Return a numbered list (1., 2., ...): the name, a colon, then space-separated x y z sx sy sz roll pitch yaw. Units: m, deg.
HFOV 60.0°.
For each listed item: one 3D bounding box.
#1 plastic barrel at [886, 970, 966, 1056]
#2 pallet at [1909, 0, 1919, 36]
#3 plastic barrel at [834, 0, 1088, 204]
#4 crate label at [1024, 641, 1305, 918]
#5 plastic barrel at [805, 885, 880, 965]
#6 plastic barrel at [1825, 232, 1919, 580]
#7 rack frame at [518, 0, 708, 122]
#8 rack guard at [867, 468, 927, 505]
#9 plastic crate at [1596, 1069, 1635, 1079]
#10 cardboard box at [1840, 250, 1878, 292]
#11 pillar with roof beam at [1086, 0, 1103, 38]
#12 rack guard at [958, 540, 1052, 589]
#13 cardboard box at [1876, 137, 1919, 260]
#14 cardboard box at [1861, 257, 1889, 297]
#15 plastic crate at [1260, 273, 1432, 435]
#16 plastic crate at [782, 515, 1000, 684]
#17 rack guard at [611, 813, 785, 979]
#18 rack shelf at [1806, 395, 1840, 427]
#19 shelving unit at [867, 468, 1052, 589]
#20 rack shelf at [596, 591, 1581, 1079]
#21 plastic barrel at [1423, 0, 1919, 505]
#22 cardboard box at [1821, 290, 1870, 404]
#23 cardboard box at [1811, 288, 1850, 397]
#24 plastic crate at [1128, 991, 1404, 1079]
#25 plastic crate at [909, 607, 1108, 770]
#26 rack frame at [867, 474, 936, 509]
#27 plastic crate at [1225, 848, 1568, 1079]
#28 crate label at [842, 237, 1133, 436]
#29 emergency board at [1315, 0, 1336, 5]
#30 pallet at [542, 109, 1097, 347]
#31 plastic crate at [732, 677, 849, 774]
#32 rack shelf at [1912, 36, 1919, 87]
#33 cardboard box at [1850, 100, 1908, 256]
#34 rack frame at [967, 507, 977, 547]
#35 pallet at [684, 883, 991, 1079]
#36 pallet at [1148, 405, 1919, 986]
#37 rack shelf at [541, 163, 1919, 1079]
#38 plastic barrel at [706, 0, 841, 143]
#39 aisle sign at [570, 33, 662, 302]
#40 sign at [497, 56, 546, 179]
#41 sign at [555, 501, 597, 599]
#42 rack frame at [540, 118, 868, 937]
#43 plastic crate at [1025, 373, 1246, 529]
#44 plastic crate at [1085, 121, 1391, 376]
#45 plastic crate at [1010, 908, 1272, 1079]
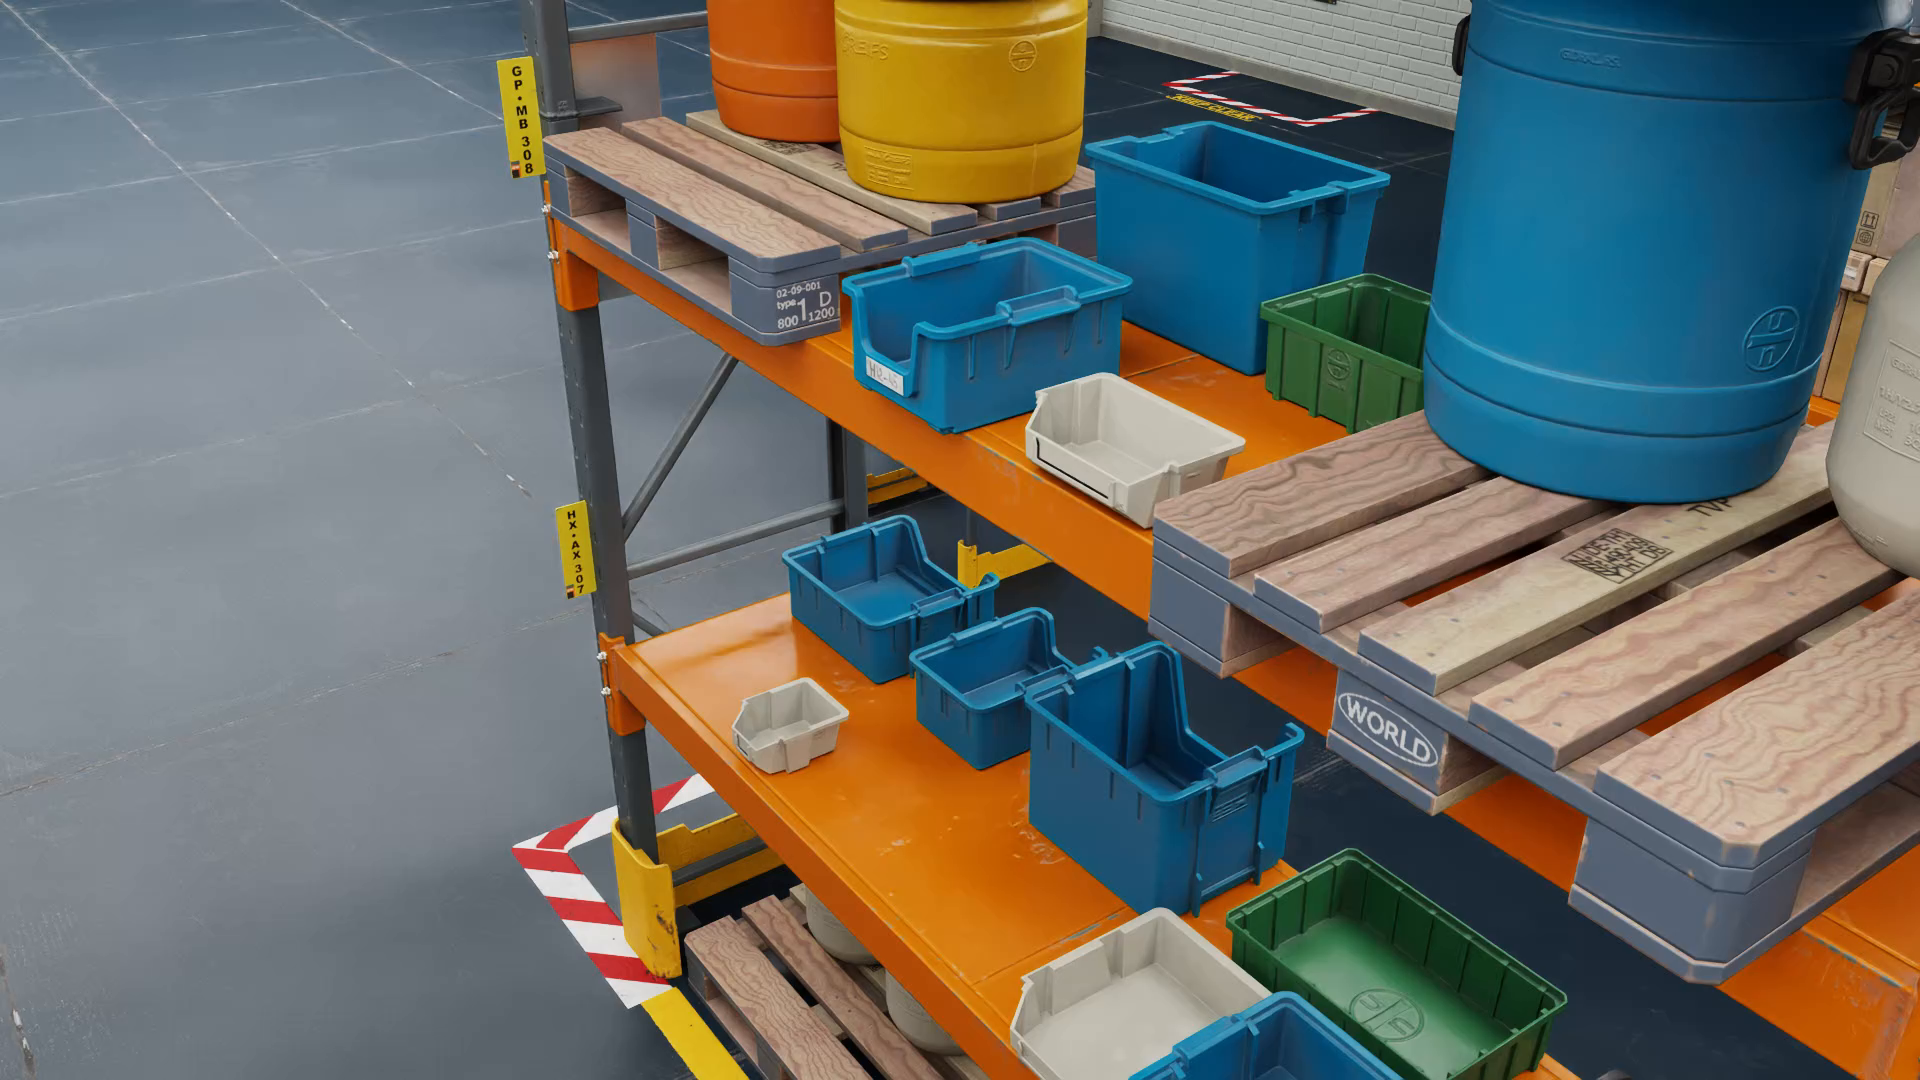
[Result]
1. plastic barrel: -0.027 1.342 5.302 0.421 0.512 0.421 0 29 0
2. pallet: 3.664 -2.363 6.908 1.003 0.211 1.213 -19 34 -31
3. plastic barrel: 0.003 -1.173 3.988 0.600 0.588 0.600 0 29 0
4. crate label: 0.526 0.629 4.412 0.502 0.435 0.616 -19 34 -31
5. plastic barrel: -0.318 1.147 5.661 0.421 0.512 0.421 0 29 0
6. plastic barrel: 1.468 -0.215 2.302 0.421 0.512 0.421 0 29 0
7. rack frame: -0.762 -2.632 4.168 1.000 3.000 0.127 -19 34 -31
8. rack guard: -0.333 -0.333 9.101 0.587 0.250 0.087 -19 34 -31
9. plastic crate: 1.358 1.347 3.191 0.767 0.338 0.504 -19 34 -31
10. cardboard box: 3.771 -1.185 7.004 0.380 0.149 0.250 -19 34 -31
11. pillar with roof beam: -2.049 -8.816 15.553 9.100 9.000 0.400 -19 34 -31
12. rack guard: 0.245 0.054 8.388 0.587 0.250 0.087 -19 34 -31
13. cardboard box: 4.169 -1.376 6.676 0.700 0.500 0.500 -19 34 -30
14. cardboard box: 3.927 -1.082 6.815 0.380 0.149 0.250 -20 34 -32
15. plastic crate: 0.865 -0.355 3.339 0.336 0.188 0.450 -19 34 -31
16. plastic crate: -0.228 0.181 5.430 0.499 0.251 0.616 -19 34 -31
17. rack guard: -0.680 1.119 6.166 1.175 0.500 0.348 -19 34 -31
18. rack shelf: 4.435 -0.272 6.862 1.077 0.370 4.000 -19 34 -31
19. shelving unit: -0.044 -0.689 8.447 0.587 1.500 1.083 -19 34 -31
20. rack shelf: 0.398 1.098 4.340 1.077 0.370 4.000 -19 34 -31
21. plastic barrel: 1.068 -0.581 2.568 0.600 0.901 0.708 -19 34 -31
22. cardboard box: 4.127 -0.827 7.026 0.700 0.500 0.500 -19 34 -30
23. cardboard box: 3.844 -1.022 7.384 0.700 0.500 0.500 -18 33 -29
24. plastic crate: 0.695 1.269 3.426 0.499 0.251 0.616 -19 34 -31
25. plastic crate: 0.144 0.435 4.962 0.499 0.251 0.408 -19 34 -31
26. rack frame: -0.344 -0.890 8.817 0.500 1.500 0.032 -19 34 -31
27. plastic crate: 1.001 1.046 3.903 0.450 0.188 0.662 -19 34 -31
28. crate label: 0.055 -0.430 3.411 0.502 0.251 0.408 -19 34 -31
29. emergency board: 3.546 -6.018 16.689 0.157 1.169 0.626 -19 34 -31
30. pallet: -0.362 -0.883 4.287 1.003 0.211 1.213 -19 34 -31
31. plastic crate: -0.505 0.557 4.858 0.298 0.136 0.250 -19 34 -31
32. rack shelf: 4.435 -1.590 6.146 1.077 0.370 4.000 -19 34 -31
33. cardboard box: 3.876 -1.571 7.036 0.700 0.500 0.500 -20 34 -32
34. rack frame: 0.245 -0.495 8.089 0.500 1.500 0.032 -19 34 -31
35. pallet: -0.213 1.563 5.651 1.003 0.211 1.213 -19 34 -31
36. pallet: 1.060 0.070 2.532 1.213 0.211 1.003 -19 34 -31
37. rack shelf: 0.398 -0.221 3.624 1.077 0.370 4.000 -19 34 -31
38. plastic barrel: -0.377 -1.534 4.398 0.600 0.830 0.708 -19 34 -31
39. aisle sign: -1.042 -1.085 4.882 0.394 0.787 0.004 -19 34 -31
40. sign: -1.213 -1.168 4.605 0.100 0.325 0.005 -19 34 -31
41. sign: -1.213 0.033 5.256 0.100 0.325 0.005 -19 34 -31
42. rack frame: -0.762 0.004 5.600 1.000 3.000 0.127 -19 34 -31
43. plastic crate: 0.298 -0.155 3.026 0.243 0.136 0.396 -19 34 -31
44. plastic crate: 0.589 -0.649 3.676 0.392 0.384 0.575 -19 34 -31
45. plastic crate: 0.410 1.114 3.833 0.530 0.136 0.437 -19 34 -31
